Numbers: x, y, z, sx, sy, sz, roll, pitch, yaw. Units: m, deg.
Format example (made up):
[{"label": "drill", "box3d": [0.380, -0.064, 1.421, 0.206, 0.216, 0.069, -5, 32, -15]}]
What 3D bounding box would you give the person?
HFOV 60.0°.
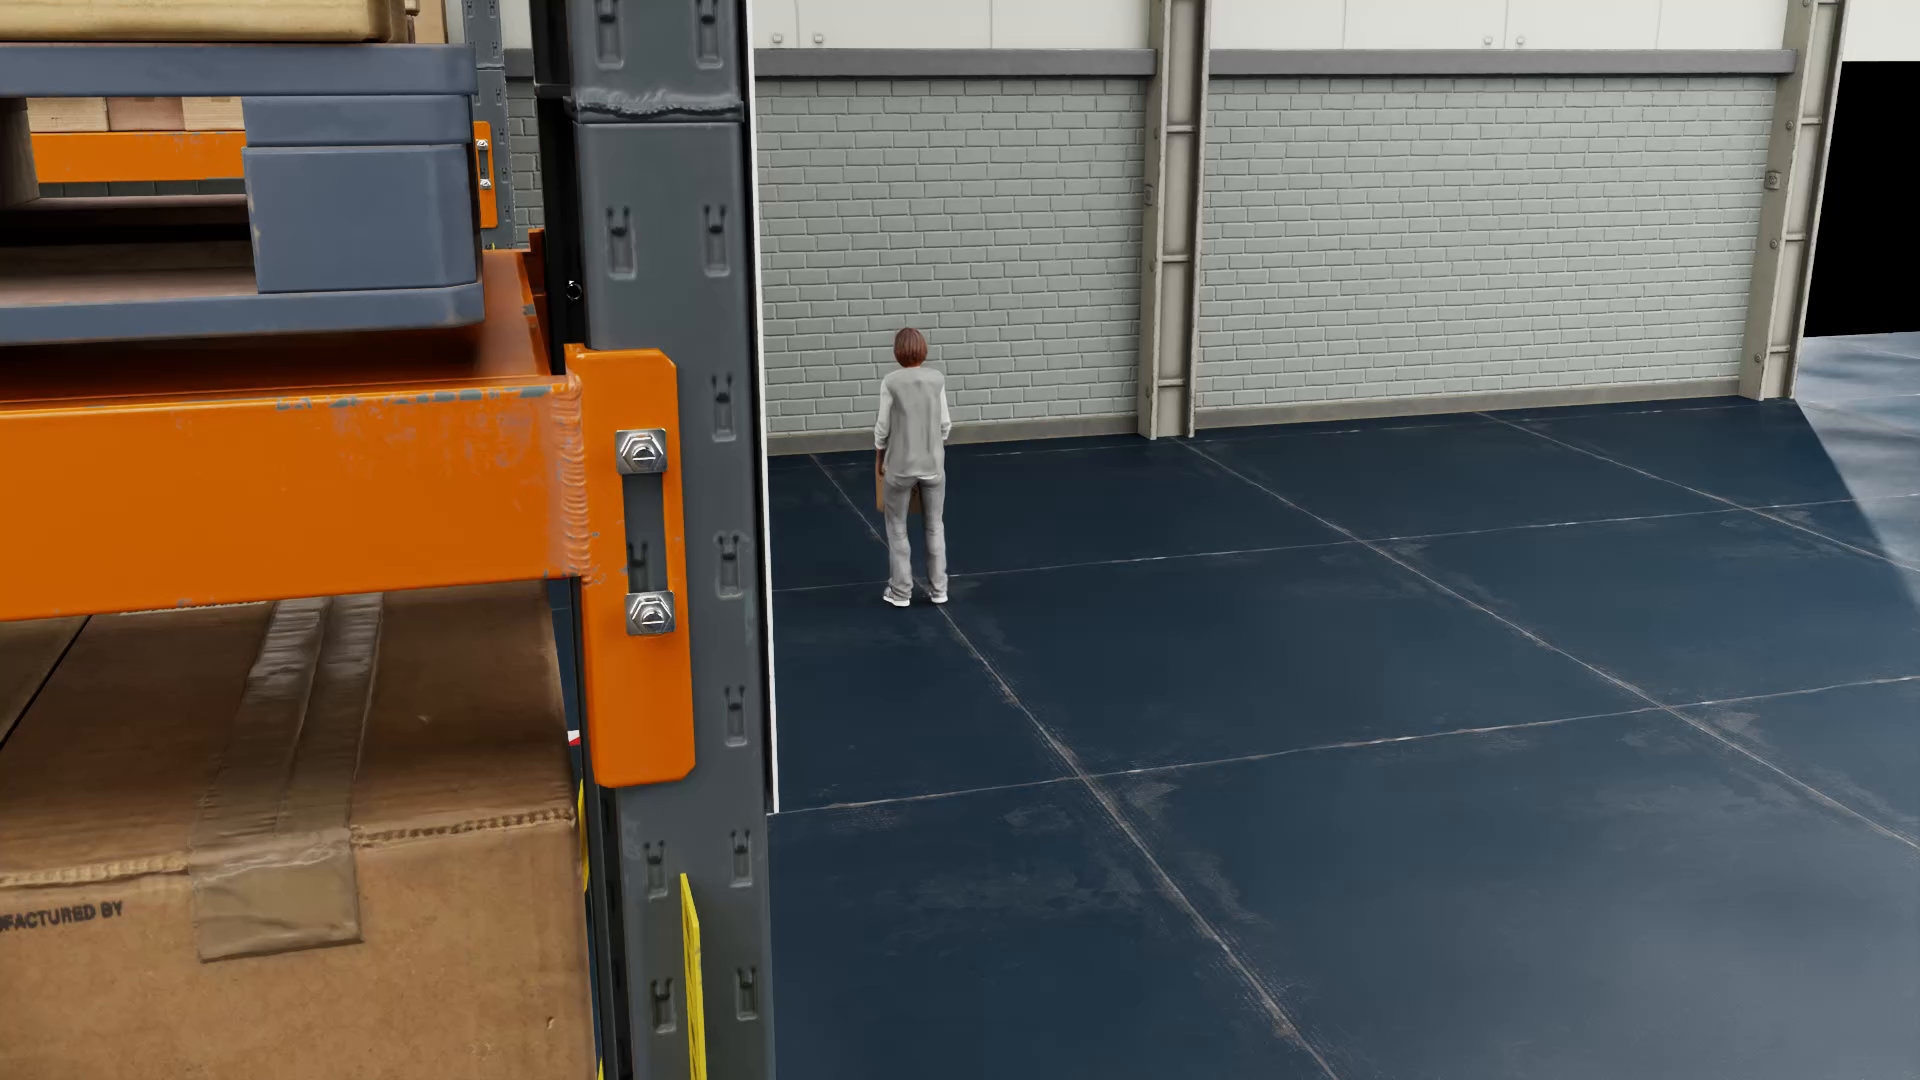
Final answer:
[{"label": "person", "box3d": [-0.268, -0.407, 9.436, 0.447, 1.600, 0.347, -5, 17, -16]}]
